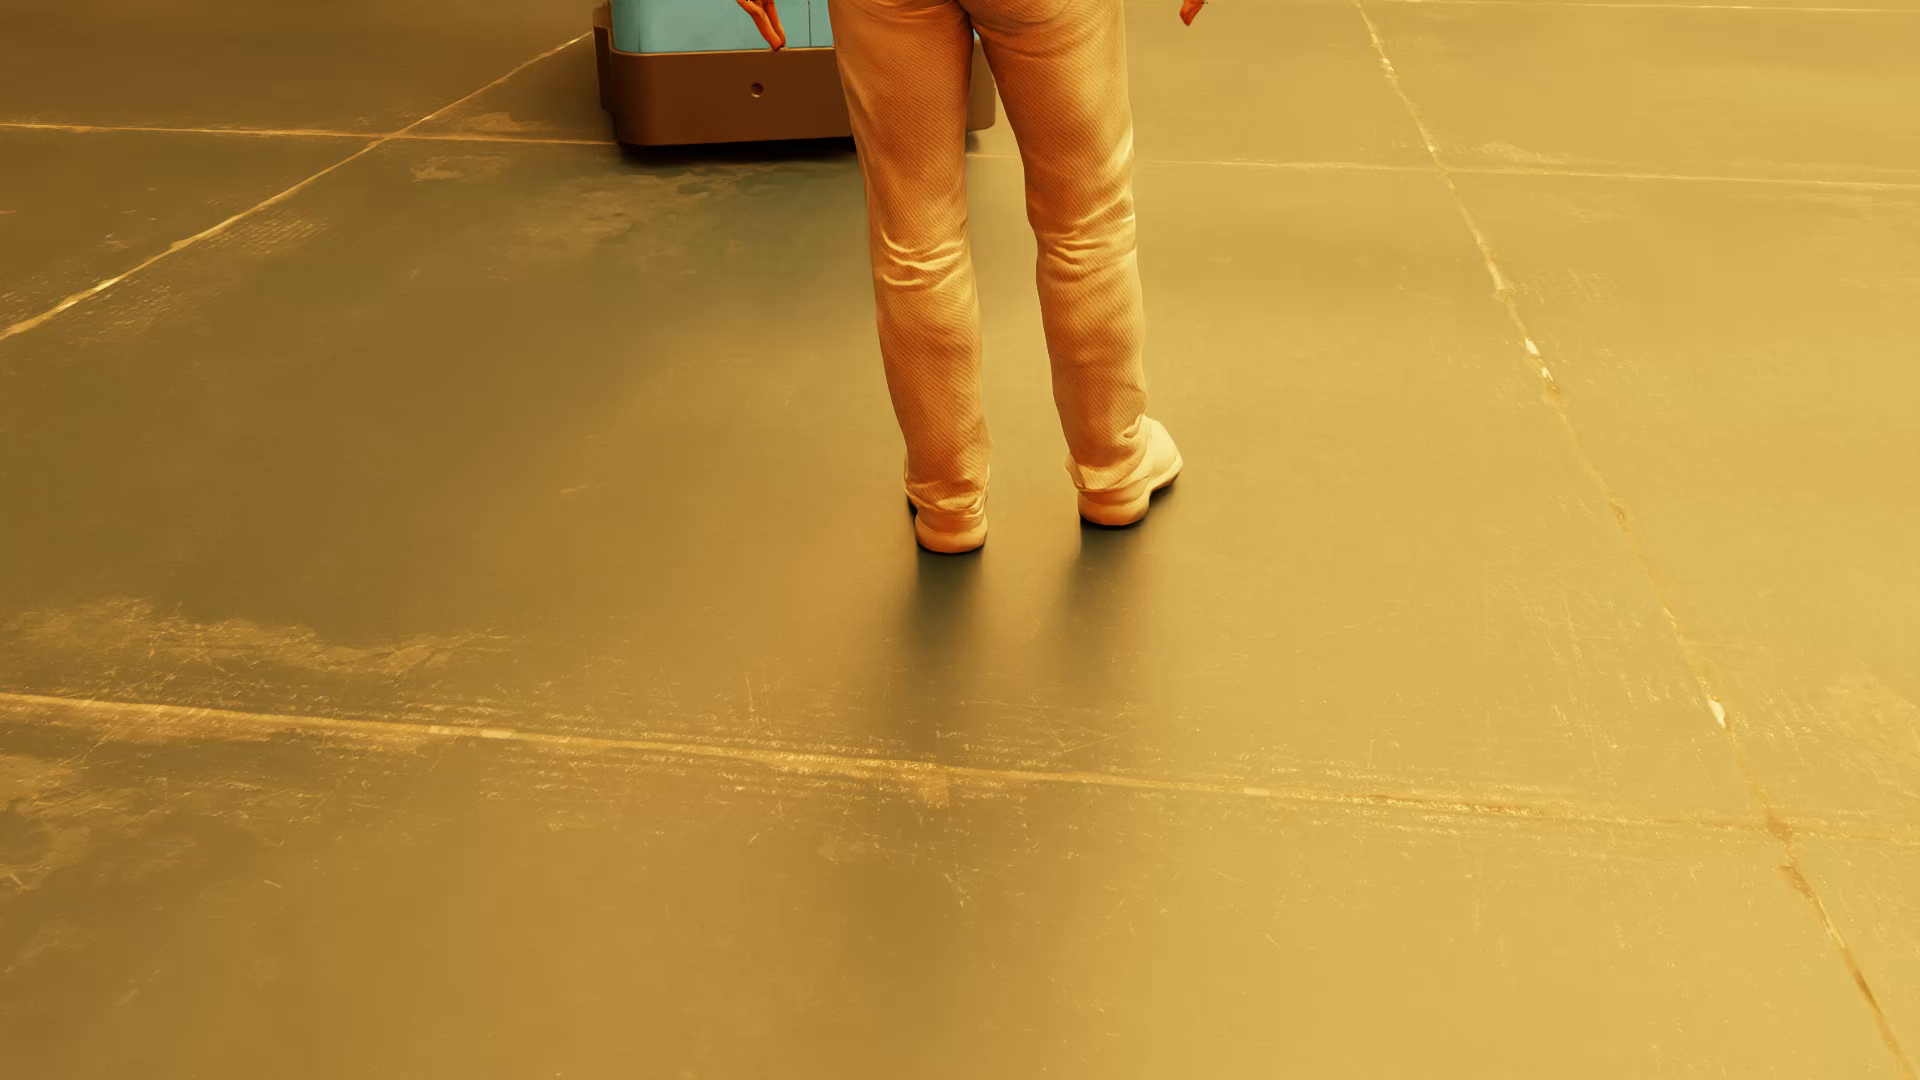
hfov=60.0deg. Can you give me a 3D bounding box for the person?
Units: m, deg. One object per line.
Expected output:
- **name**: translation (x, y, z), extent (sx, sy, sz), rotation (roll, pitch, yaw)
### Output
- **person**: translation (0.014, -0.827, 2.164), extent (0.666, 1.768, 0.575), rotation (3, 27, 7)

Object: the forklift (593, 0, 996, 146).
- **forklift**: translation (-0.702, -3.003, 5.236), extent (1.130, 2.935, 3.031), rotation (-5, 27, -10)
